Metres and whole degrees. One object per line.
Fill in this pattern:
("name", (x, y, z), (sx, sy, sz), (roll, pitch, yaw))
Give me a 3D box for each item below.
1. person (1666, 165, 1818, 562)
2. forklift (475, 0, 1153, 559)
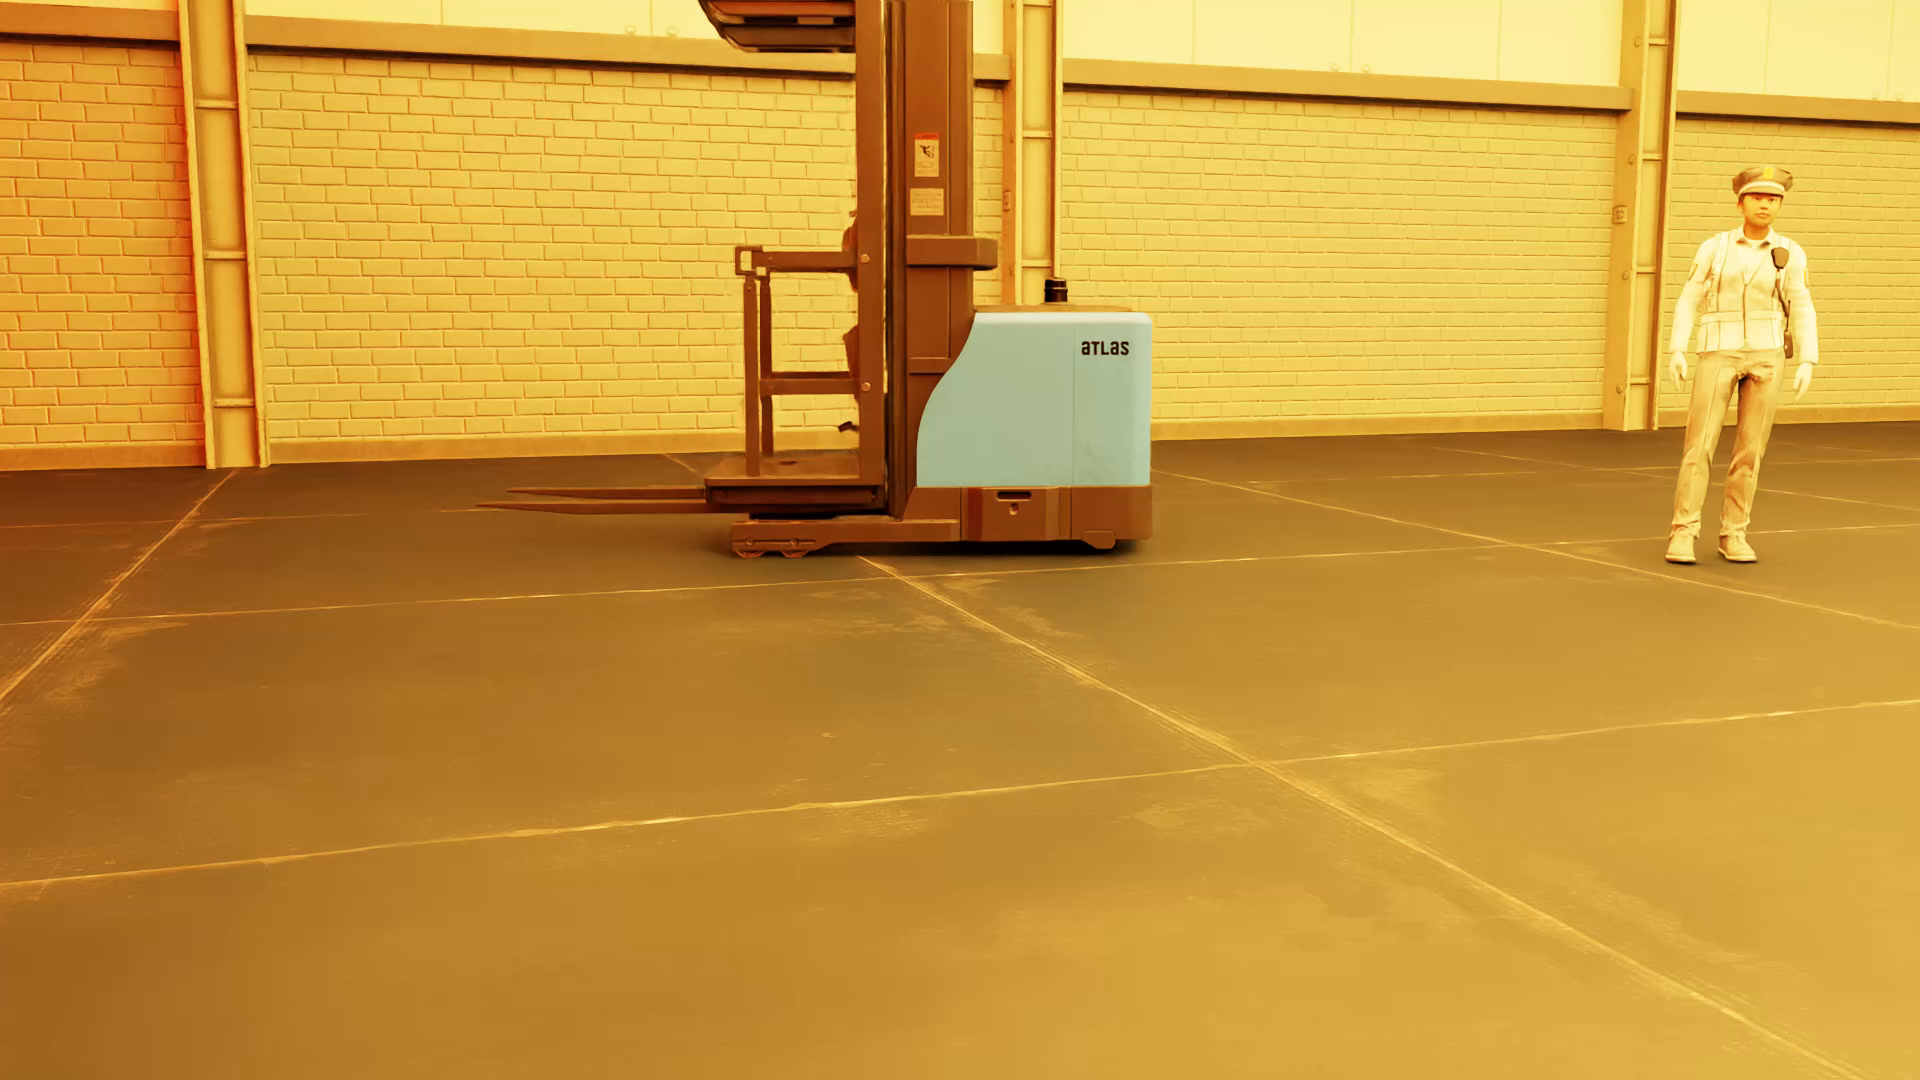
("person", (3.385, -0.758, 7.185), (0.591, 1.697, 0.522), (3, 8, 19))
("forklift", (-0.670, -1.443, 7.660), (3.031, 2.935, 1.130), (0, 8, -3))
